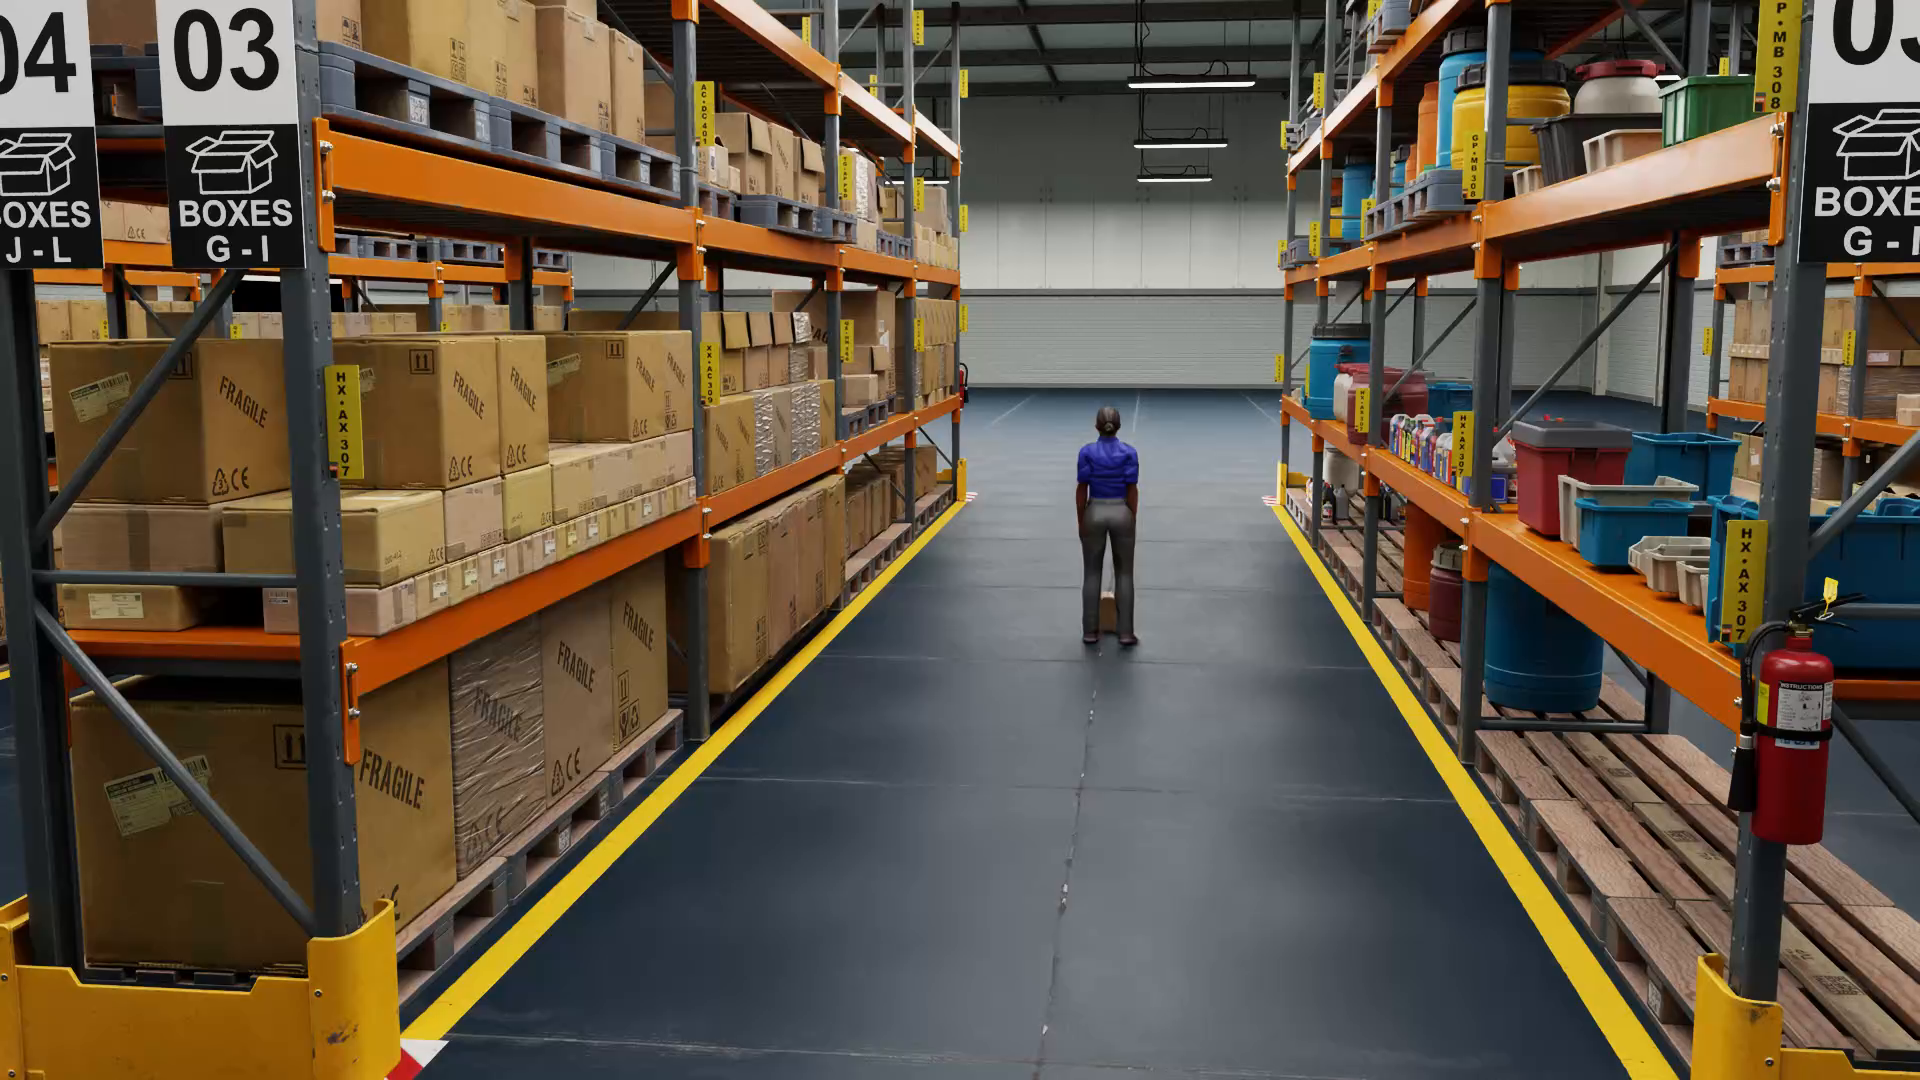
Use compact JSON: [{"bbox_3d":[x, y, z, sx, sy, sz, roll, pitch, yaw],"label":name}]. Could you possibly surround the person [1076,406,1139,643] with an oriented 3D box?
[{"bbox_3d":[1.025,-0.102,11.606,0.439,1.673,0.299,1,8,8],"label":"person"}]
